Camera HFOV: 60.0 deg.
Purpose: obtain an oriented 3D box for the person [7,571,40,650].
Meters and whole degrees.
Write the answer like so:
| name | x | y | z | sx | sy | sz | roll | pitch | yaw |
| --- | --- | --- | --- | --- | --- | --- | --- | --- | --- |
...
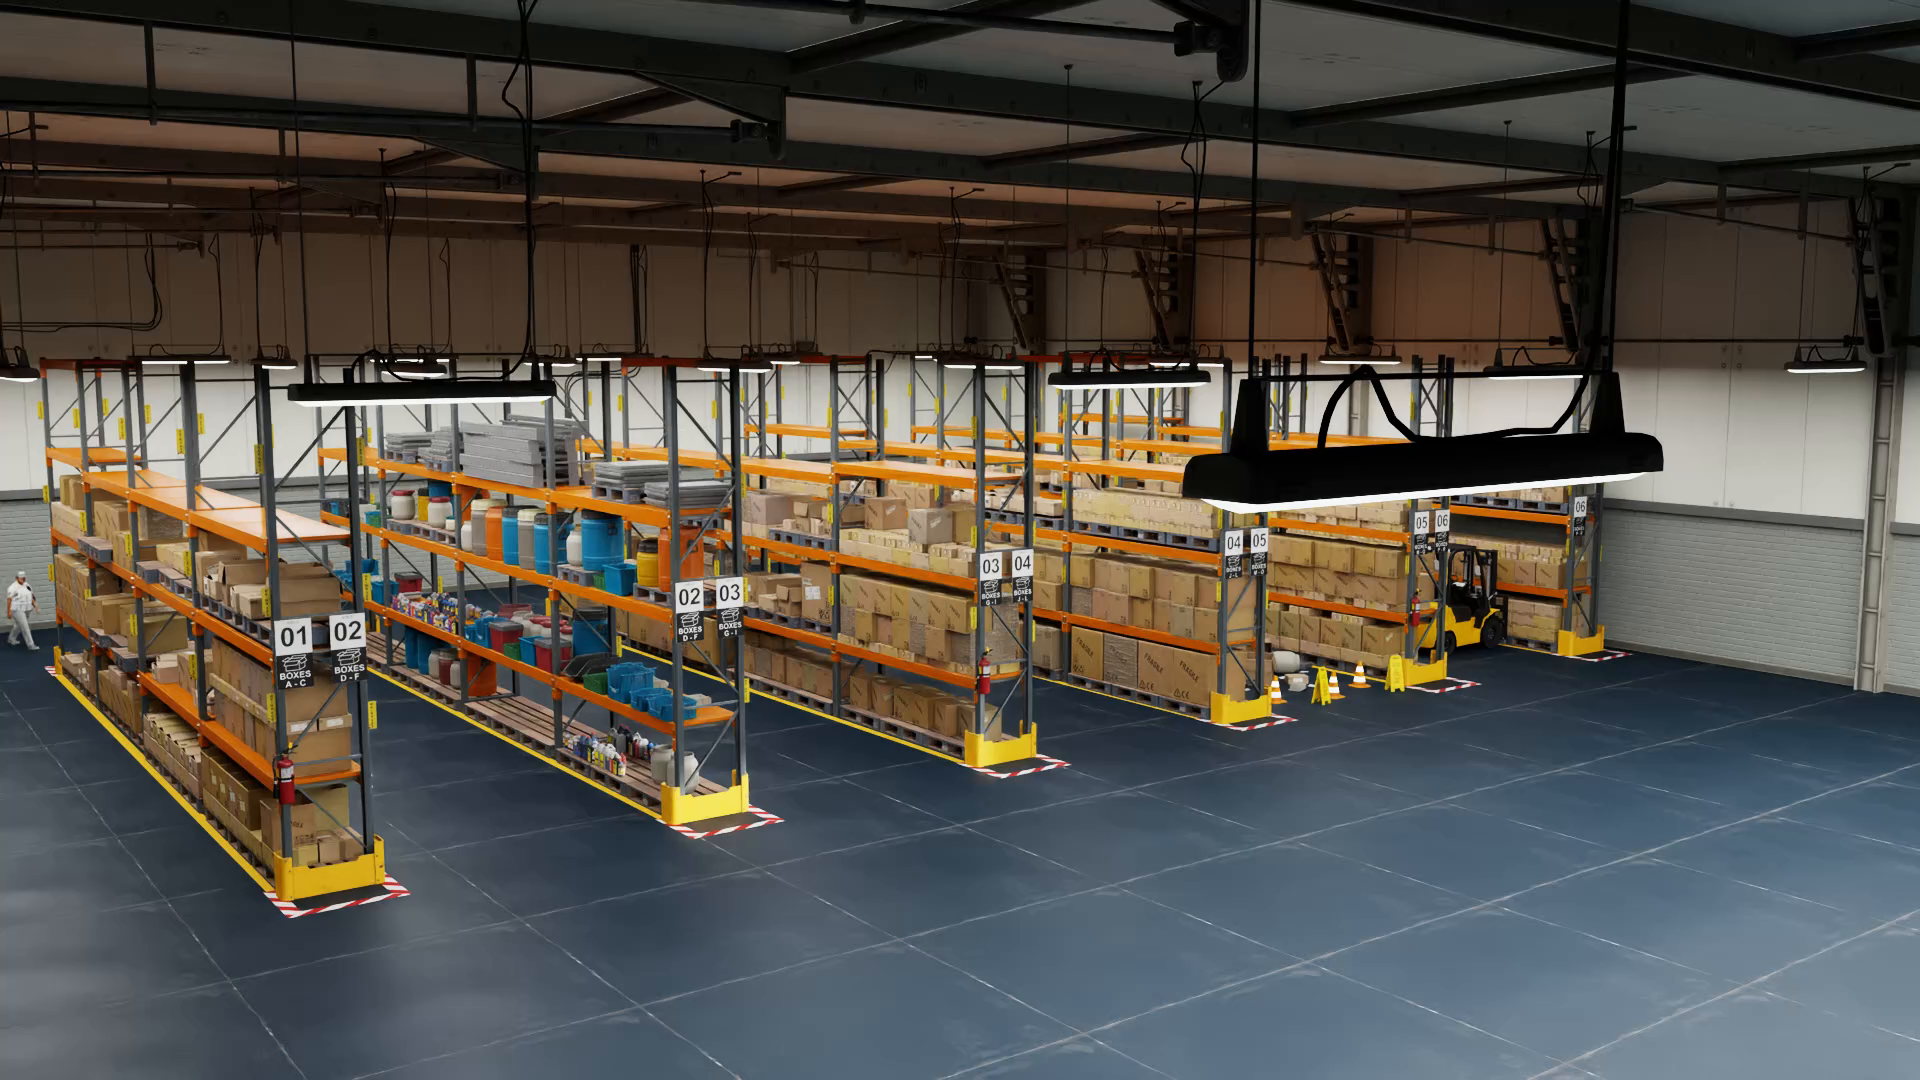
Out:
| name | x | y | z | sx | sy | sz | roll | pitch | yaw |
| --- | --- | --- | --- | --- | --- | --- | --- | --- | --- |
| person | -19.253 | 1.424 | 34.109 | 1.077 | 1.597 | 0.502 | 2 | 7 | 19 |

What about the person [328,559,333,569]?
| name | x | y | z | sx | sy | sz | roll | pitch | yaw |
| --- | --- | --- | --- | --- | --- | --- | --- | --- | --- |
| person | -13.763 | 1.202 | 35.968 | 0.860 | 1.615 | 0.445 | 0 | 7 | -3 |

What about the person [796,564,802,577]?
| name | x | y | z | sx | sy | sz | roll | pitch | yaw |
| --- | --- | --- | --- | --- | --- | --- | --- | --- | --- |
| person | -3.406 | 1.245 | 35.893 | 0.595 | 1.581 | 0.697 | -3 | 8 | -27 |
